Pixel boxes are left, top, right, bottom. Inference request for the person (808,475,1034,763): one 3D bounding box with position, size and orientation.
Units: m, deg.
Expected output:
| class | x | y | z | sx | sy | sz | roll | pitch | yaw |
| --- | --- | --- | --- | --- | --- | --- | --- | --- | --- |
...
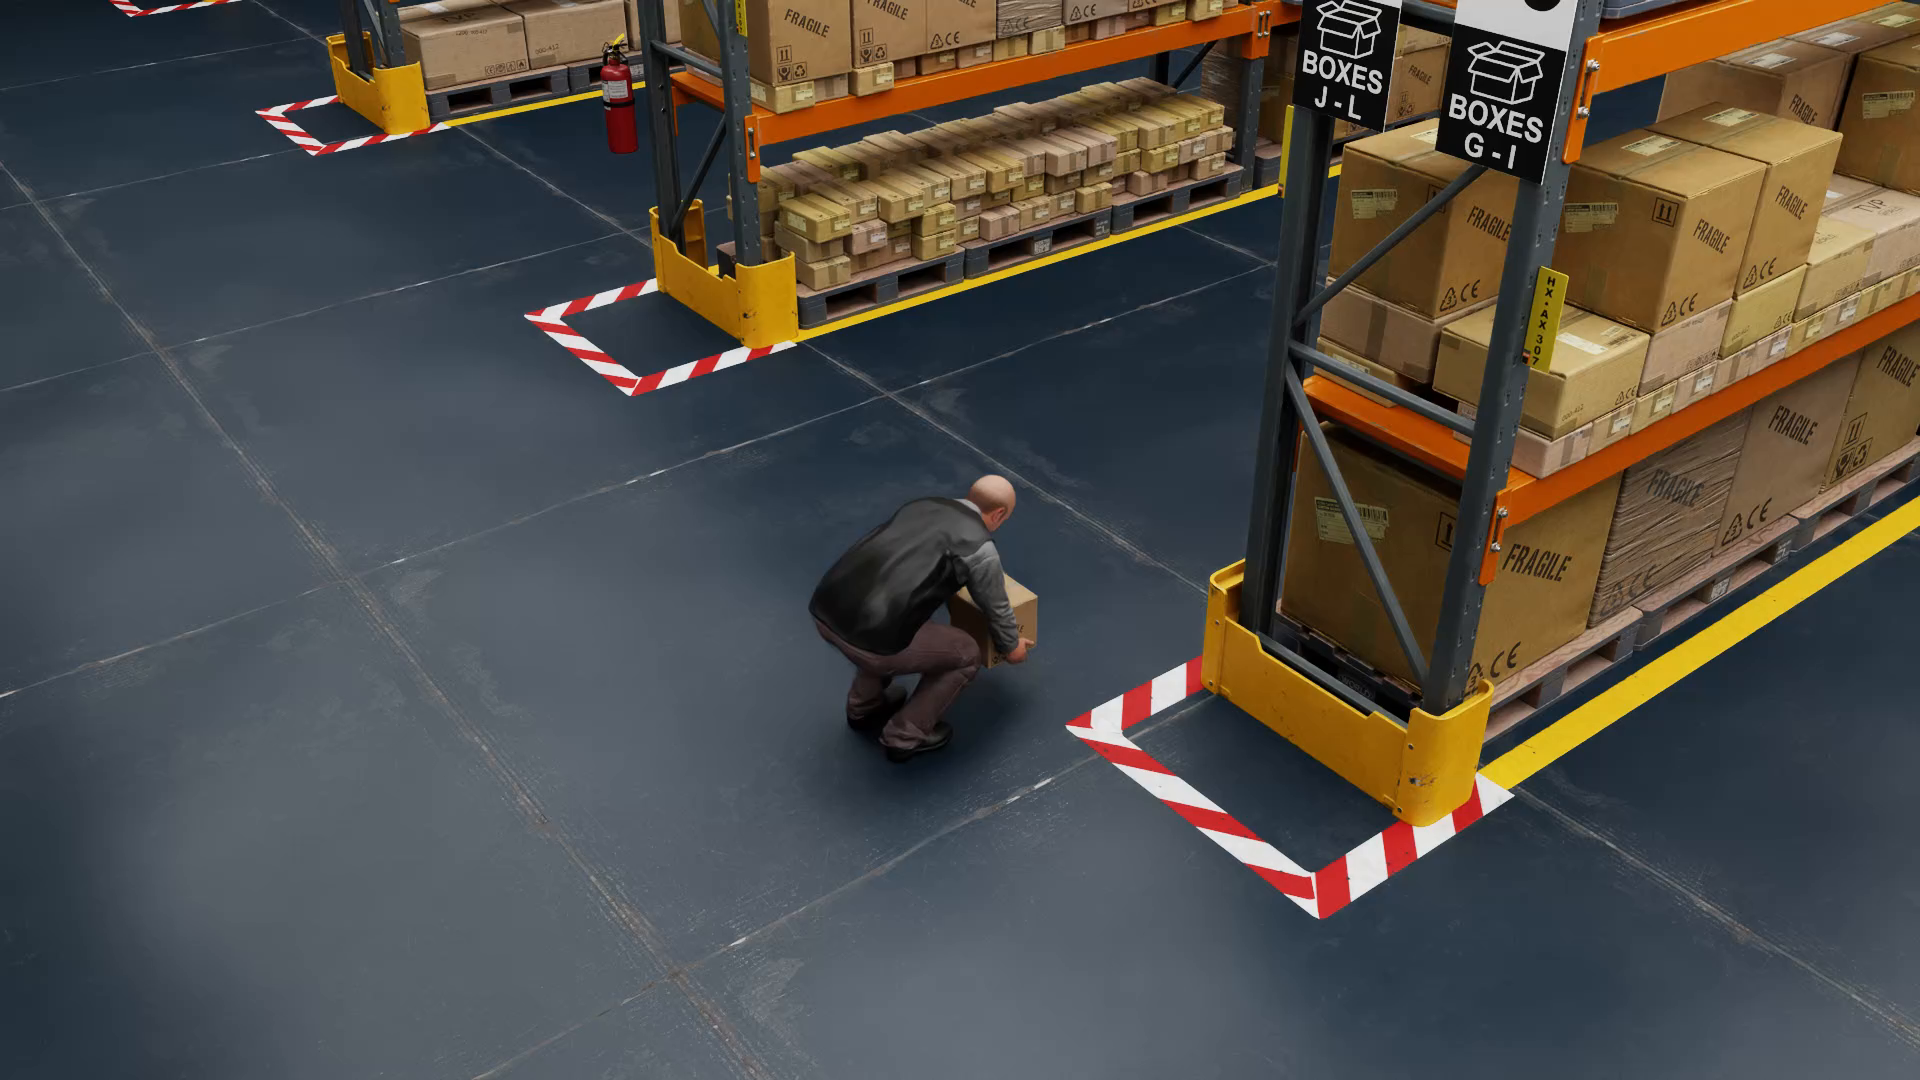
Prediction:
| class | x | y | z | sx | sy | sz | roll | pitch | yaw |
| --- | --- | --- | --- | --- | --- | --- | --- | --- | --- |
| person | -0.138 | 0.300 | 6.413 | 0.917 | 0.950 | 0.518 | -24 | 39 | -33 |
